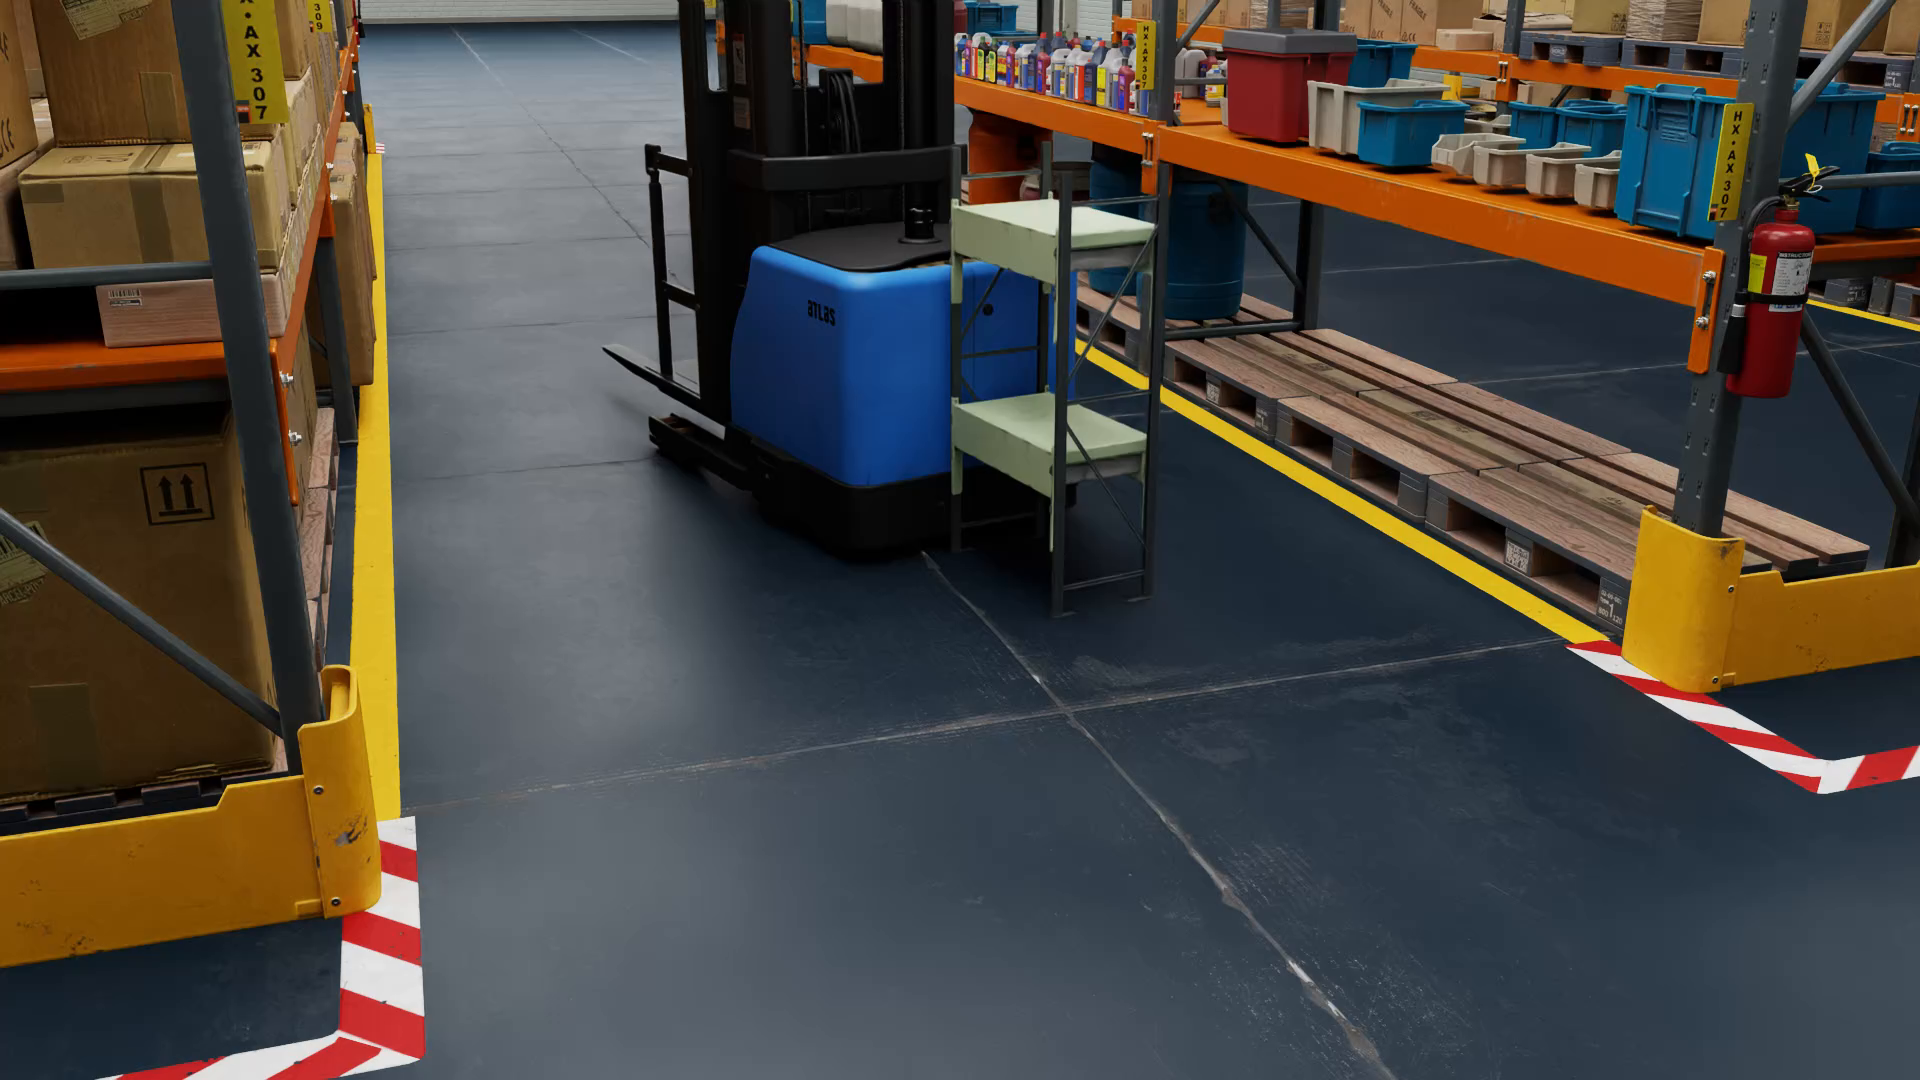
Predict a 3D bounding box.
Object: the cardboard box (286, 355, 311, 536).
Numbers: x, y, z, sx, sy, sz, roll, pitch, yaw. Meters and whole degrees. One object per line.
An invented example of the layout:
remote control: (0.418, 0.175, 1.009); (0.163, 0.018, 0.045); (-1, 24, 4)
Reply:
cardboard box: (-2.840, -0.503, 5.902); (0.875, 0.875, 0.875); (-6, 21, -17)

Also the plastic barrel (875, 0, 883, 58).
plastic barrel: (-0.469, -4.120, 13.284); (0.421, 0.512, 0.421); (0, 20, 0)

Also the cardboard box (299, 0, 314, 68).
cardboard box: (-2.856, -2.118, 6.548); (0.500, 0.500, 0.500); (-6, 21, -16)

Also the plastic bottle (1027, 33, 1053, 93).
plastic bottle: (0.501, -2.931, 10.214); (0.144, 0.351, 0.185); (-6, 21, -17)

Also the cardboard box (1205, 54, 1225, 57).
cardboard box: (2.805, -5.296, 19.061); (0.500, 0.500, 0.500); (-6, 21, -17)

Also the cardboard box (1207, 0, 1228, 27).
cardboard box: (3.165, -5.952, 18.402); (0.700, 0.500, 0.500); (-6, 21, -16)

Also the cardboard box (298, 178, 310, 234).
cardboard box: (-2.281, -1.055, 5.289); (0.380, 0.149, 0.250); (-7, 21, -19)

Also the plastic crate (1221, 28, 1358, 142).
plastic crate: (1.490, -2.086, 7.604); (0.402, 0.464, 0.583); (-6, 21, -17)

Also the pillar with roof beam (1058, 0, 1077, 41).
pillar with roof beam: (-1.623, -15.254, 35.573); (9.100, 9.000, 0.400); (-6, 21, -17)

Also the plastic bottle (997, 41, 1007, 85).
plastic bottle: (0.289, -3.085, 10.760); (0.097, 0.271, 0.097); (0, 20, 0)

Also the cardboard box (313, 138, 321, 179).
cardboard box: (-2.686, -1.469, 6.439); (0.380, 0.149, 0.250); (-7, 21, -18)

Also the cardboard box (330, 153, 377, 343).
cardboard box: (-3.757, -1.502, 8.684); (1.225, 0.875, 0.875); (-7, 21, -19)

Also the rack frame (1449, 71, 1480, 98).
rack frame: (7.080, -7.244, 22.148); (1.000, 3.000, 0.127); (-6, 21, -17)

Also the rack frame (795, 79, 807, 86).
rack frame: (-1.067, -4.908, 15.644); (1.000, 3.000, 0.127); (-6, 21, -17)

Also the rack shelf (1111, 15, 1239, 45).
rack shelf: (3.007, -5.737, 19.015); (1.077, 0.370, 4.000); (-6, 21, -17)

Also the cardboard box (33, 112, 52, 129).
cardboard box: (-2.721, -1.054, 4.695); (0.500, 0.250, 0.500); (-7, 21, -19)

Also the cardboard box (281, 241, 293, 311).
cardboard box: (-1.878, -0.644, 4.144); (0.380, 0.149, 0.250); (-7, 21, -18)

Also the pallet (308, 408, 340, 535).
pallet: (-3.090, -0.250, 6.800); (1.003, 0.211, 1.213); (-6, 21, -17)

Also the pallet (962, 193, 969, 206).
pallet: (-0.017, -2.565, 13.245); (1.003, 0.211, 1.213); (-6, 21, -17)

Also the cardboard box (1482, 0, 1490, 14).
cardboard box: (6.932, -6.993, 21.641); (0.500, 0.250, 0.500); (-7, 21, -19)

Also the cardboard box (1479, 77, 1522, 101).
cardboard box: (7.212, -5.955, 21.884); (0.500, 0.311, 0.500); (-9, 22, -23)

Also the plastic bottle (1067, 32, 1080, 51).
plastic bottle: (0.795, -3.411, 11.649); (0.061, 0.283, 0.133); (-6, 21, -17)

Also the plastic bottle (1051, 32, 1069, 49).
plastic bottle: (0.603, -2.991, 10.379); (0.144, 0.351, 0.185); (-6, 21, -17)

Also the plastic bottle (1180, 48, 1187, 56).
plastic bottle: (1.299, -2.843, 10.078); (0.152, 0.276, 0.135); (-6, 21, -17)

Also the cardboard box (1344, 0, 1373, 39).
cardboard box: (4.028, -5.063, 15.928); (0.500, 0.500, 0.500); (-5, 20, -13)

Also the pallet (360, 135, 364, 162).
pallet: (-6.781, -4.064, 17.420); (1.003, 0.211, 1.213); (-6, 21, -17)

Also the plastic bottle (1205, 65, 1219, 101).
plastic bottle: (1.477, -2.657, 9.669); (0.097, 0.201, 0.097); (0, 20, 0)

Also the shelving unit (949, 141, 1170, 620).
shelving unit: (0.319, -0.578, 5.807); (0.431, 1.500, 0.755); (-10, 22, -26)

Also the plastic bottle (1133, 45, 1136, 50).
plastic bottle: (1.091, -2.928, 10.322); (0.097, 0.271, 0.097); (0, 20, 0)

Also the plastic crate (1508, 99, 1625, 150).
plastic crate: (2.431, -1.640, 6.704); (0.416, 0.233, 0.300); (-6, 21, -17)

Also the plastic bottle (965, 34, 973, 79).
plastic bottle: (0.079, -3.286, 11.301); (0.061, 0.283, 0.133); (-6, 21, -17)

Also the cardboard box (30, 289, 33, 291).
cardboard box: (-2.661, -0.737, 4.402); (0.380, 0.149, 0.250); (-6, 21, -16)

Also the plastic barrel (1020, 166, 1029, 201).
plastic barrel: (0.622, -2.325, 11.510); (0.421, 0.512, 0.421); (0, 20, 0)

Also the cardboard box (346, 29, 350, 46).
cardboard box: (-5.618, -4.446, 14.730); (0.380, 0.149, 0.250); (-6, 21, -17)

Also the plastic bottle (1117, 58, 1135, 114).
plastic bottle: (0.900, -2.448, 8.966); (0.061, 0.283, 0.133); (-6, 21, -17)

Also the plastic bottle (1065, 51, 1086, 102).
plastic bottle: (0.701, -2.697, 9.671); (0.152, 0.276, 0.135); (-6, 21, -17)

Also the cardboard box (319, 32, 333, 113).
cardboard box: (-3.645, -2.523, 8.856); (0.500, 0.500, 0.500); (-6, 21, -16)

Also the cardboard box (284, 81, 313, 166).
cardboard box: (-2.541, -1.441, 5.772); (0.500, 0.250, 0.500); (-6, 21, -16)

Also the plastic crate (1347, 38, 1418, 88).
plastic crate: (1.918, -2.248, 8.173); (0.392, 0.384, 0.575); (-6, 21, -17)

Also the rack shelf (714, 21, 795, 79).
rack shelf: (-1.696, -5.211, 17.553); (1.077, 0.370, 4.000); (-6, 21, -17)

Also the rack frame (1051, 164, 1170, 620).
rack frame: (0.492, -0.469, 5.503); (0.400, 1.500, 0.023); (-10, 22, -26)

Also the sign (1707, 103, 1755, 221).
sign: (2.187, -1.071, 4.718); (0.100, 0.325, 0.005); (-6, 21, -17)

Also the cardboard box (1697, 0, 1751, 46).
cardboard box: (5.537, -3.671, 11.431); (0.700, 0.500, 0.500); (-12, 23, -31)

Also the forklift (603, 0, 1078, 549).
forklift: (-0.746, -1.791, 7.066); (1.130, 2.935, 3.031); (-12, 23, -30)

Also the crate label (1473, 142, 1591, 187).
crate label: (2.088, -1.385, 6.137); (0.396, 0.136, 0.243); (-6, 21, -17)

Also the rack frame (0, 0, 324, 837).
rack frame: (-1.998, -0.531, 3.458); (1.000, 3.000, 0.127); (-6, 21, -17)

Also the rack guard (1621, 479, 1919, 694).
rack guard: (2.724, 0.125, 5.328); (1.175, 0.500, 0.348); (-6, 21, -17)

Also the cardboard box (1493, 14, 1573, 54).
cardboard box: (4.821, -4.229, 13.885); (0.500, 0.311, 0.500); (-5, 20, -14)

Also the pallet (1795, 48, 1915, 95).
pallet: (6.003, -3.044, 10.737); (1.003, 0.211, 1.213); (-6, 21, -17)

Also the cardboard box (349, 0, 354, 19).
cardboard box: (-6.609, -5.526, 16.775); (0.875, 0.500, 0.500); (-6, 21, -17)
